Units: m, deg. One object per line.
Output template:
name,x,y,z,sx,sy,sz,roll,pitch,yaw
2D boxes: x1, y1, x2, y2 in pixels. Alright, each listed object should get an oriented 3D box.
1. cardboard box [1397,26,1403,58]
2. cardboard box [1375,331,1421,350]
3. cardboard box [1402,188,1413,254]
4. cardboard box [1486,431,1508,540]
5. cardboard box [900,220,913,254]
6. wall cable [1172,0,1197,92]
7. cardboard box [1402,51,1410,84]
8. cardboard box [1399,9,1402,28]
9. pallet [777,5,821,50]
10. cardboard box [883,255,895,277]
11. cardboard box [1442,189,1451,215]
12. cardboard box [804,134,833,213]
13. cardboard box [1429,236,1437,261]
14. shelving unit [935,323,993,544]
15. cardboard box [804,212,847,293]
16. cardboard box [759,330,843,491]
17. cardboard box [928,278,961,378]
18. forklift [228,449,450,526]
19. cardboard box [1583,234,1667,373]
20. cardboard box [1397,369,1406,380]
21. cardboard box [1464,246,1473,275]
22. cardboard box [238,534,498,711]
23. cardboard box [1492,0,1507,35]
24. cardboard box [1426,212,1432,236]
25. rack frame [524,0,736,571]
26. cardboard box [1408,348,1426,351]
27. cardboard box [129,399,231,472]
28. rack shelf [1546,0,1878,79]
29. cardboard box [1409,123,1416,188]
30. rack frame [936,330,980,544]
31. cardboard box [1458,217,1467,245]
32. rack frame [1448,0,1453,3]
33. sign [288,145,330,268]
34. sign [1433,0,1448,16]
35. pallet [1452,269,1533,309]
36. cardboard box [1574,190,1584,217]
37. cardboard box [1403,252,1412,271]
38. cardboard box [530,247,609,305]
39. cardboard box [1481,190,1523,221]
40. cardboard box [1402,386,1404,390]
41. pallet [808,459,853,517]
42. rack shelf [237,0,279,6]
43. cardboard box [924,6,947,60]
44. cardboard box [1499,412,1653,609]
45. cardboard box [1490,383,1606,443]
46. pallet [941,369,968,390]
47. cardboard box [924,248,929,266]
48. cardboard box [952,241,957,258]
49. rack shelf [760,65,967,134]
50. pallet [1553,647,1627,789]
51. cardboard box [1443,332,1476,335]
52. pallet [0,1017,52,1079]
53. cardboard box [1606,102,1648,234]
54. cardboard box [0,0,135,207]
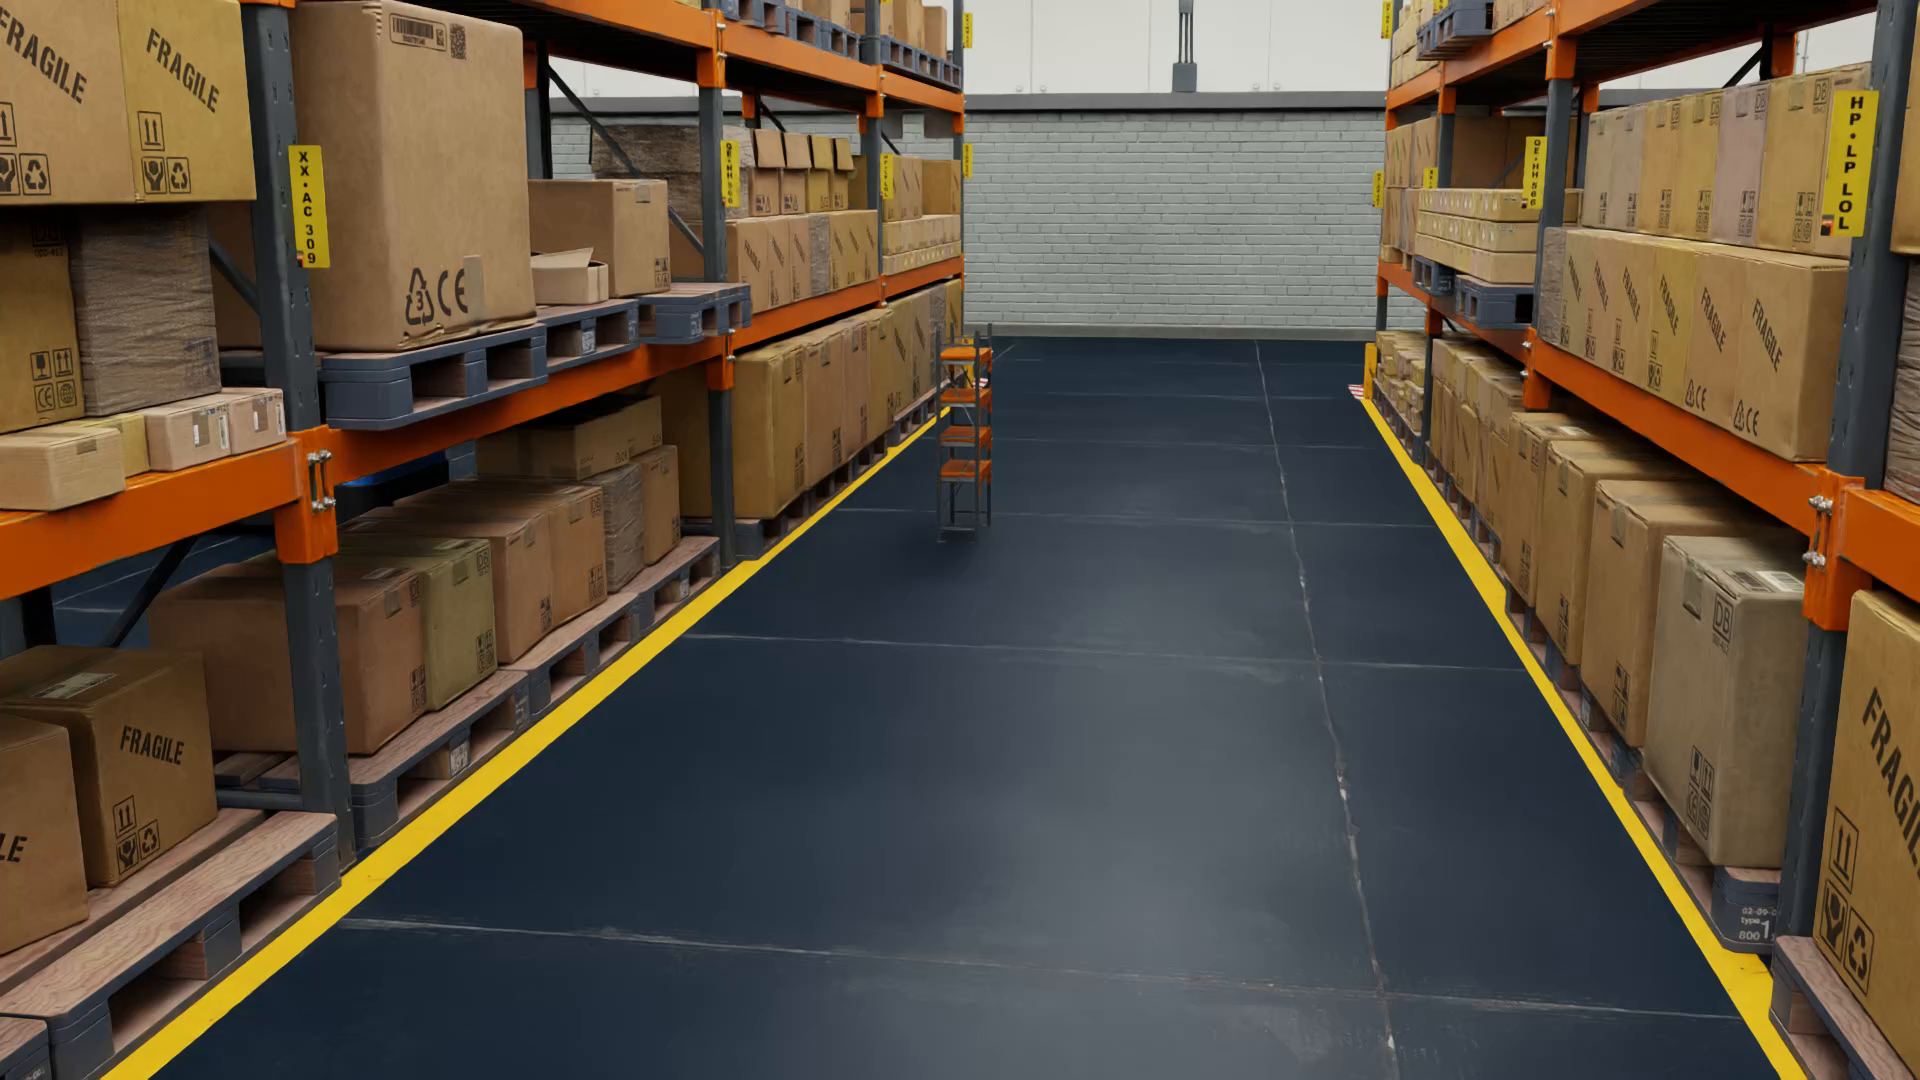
cardboard box,4.017,-4.261,14.194,0.500,0.250,0.500,2,12,8
cardboard box,4.004,-1.820,15.174,0.380,0.149,0.250,1,12,6
cardboard box,3.759,-2.498,13.022,0.500,0.500,0.500,2,12,8
cardboard box,3.033,-0.279,8.602,0.500,0.500,0.500,2,12,8
cardboard box,-0.668,-2.429,13.294,0.500,0.250,0.500,2,12,8
wall cable,3.810,-8.568,20.252,2.277,5.999,0.120,2,12,9
cardboard box,3.947,-3.906,13.733,0.500,0.250,0.500,1,12,7
cardboard box,3.975,-4.481,14.268,0.380,0.149,0.250,2,12,9
pallet,-1.480,-3.074,9.966,1.003,0.211,1.213,2,12,11
cardboard box,-0.706,-2.092,12.678,0.380,0.149,0.250,2,12,9
cardboard box,3.092,-2.019,9.931,0.380,0.149,0.250,2,12,11
cardboard box,-1.287,-2.428,11.020,0.797,0.503,0.637,2,12,9
cardboard box,3.171,-1.836,10.491,0.380,0.149,0.250,2,12,9
shelving unit,0.025,-0.621,9.527,0.258,1.200,0.503,2,12,9
cardboard box,-1.039,-1.895,10.929,0.500,0.500,0.500,2,12,8
cardboard box,-1.424,-0.826,10.255,1.225,0.875,0.875,2,12,9
cardboard box,-0.484,-2.028,15.828,0.875,0.875,0.875,2,12,9
forklift,-4.750,-1.588,9.905,3.031,2.935,1.130,2,12,9
cardboard box,2.701,-0.903,6.326,0.500,0.500,0.500,2,12,9
cardboard box,3.944,-1.454,14.185,0.380,0.149,0.250,1,12,6
cardboard box,2.933,-1.507,8.964,0.380,0.149,0.250,2,12,8
cardboard box,-2.103,0.282,5.953,0.700,0.500,0.500,2,12,8
cardboard box,3.172,-3.001,8.939,0.500,0.500,0.500,2,12,9
cardboard box,3.213,-2.035,10.712,0.380,0.149,0.250,2,12,10
rack frame,-1.695,-1.331,8.552,1.000,3.000,0.127,2,12,9
cardboard box,3.877,-1.489,13.643,0.380,0.149,0.250,2,12,9
cardboard box,-2.101,-0.270,4.223,0.380,0.149,0.250,2,12,9
rack shelf,2.882,-1.848,5.536,1.077,0.370,4.000,2,12,9
cardboard box,3.777,-2.986,12.912,0.500,0.500,0.500,2,12,10
rack frame,-0.012,-0.570,9.291,0.240,1.200,0.015,2,12,9
cardboard box,2.973,-1.710,9.199,0.380,0.149,0.250,2,12,8
rack frame,3.805,-4.915,10.940,1.000,3.000,0.127,2,12,9
sign,-1.773,-0.906,4.523,0.100,0.325,0.005,2,12,9
sign,3.268,-3.717,11.276,0.100,0.325,0.005,2,12,9
pallet,3.454,-1.469,9.647,1.003,0.211,1.213,2,12,9
cardboard box,3.653,-1.887,9.315,0.380,0.149,0.250,2,12,10
cardboard box,3.787,-2.254,13.431,0.380,0.149,0.250,2,12,10
cardboard box,-1.685,-1.115,6.870,0.396,0.266,0.258,2,12,7
cardboard box,2.853,-1.692,8.413,0.380,0.149,0.250,2,12,8
cardboard box,3.795,-1.154,13.500,0.380,0.149,0.250,2,12,10
pallet,-1.310,-0.383,10.771,1.003,0.211,1.213,2,12,9
rack shelf,-2.618,-1.197,2.516,1.077,0.370,4.000,2,12,9
cardboard box,-0.492,-4.656,15.387,0.700,0.500,0.500,1,12,5
cardboard box,3.007,-0.131,7.326,1.050,0.750,0.750,2,12,8
cardboard box,3.036,-0.651,8.549,0.500,0.250,0.500,2,12,7
pallet,-0.511,-1.465,15.789,1.003,0.211,1.213,2,12,9
cardboard box,-0.468,-2.417,14.184,0.380,0.149,0.250,2,12,7
cardboard box,-0.233,-2.735,15.661,0.380,0.149,0.250,2,12,9
rack shelf,-0.773,-3.695,14.107,1.077,0.370,4.000,2,12,9
pallet,2.804,0.628,6.077,1.003,0.211,1.213,2,12,9
cardboard box,4.589,-1.799,15.080,0.380,0.149,0.250,2,12,9
pallet,-2.564,1.260,3.146,1.003,0.211,1.213,2,12,9
cardboard box,3.035,-1.489,6.672,0.700,0.500,0.500,2,12,8
cardboard box,-2.183,-0.975,3.582,0.500,0.500,0.500,2,12,9
